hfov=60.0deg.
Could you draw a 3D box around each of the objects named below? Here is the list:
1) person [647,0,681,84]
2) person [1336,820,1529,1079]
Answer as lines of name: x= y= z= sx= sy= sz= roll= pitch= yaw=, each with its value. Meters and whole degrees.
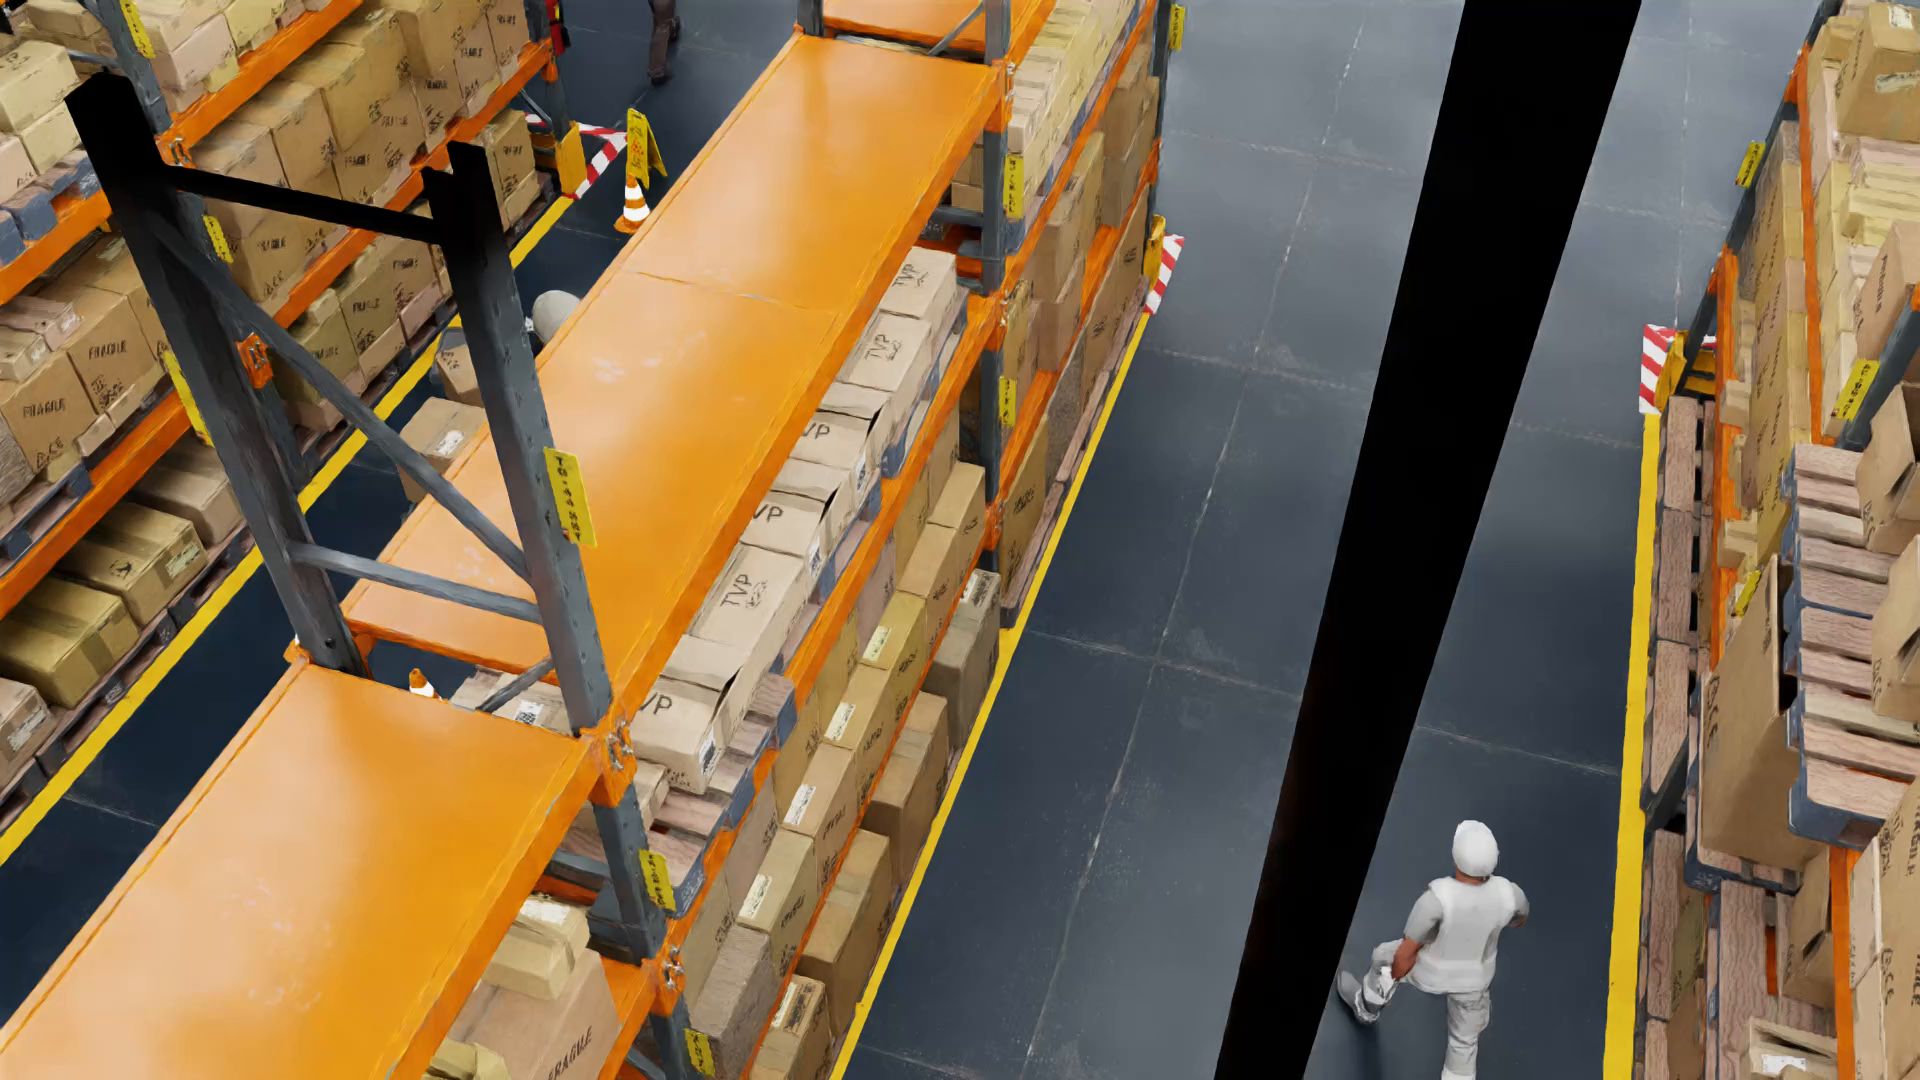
person: x=-2.684 y=-5.081 z=14.924 sx=0.546 sy=1.643 sz=1.105 roll=12 pitch=47 yaw=12
person: x=2.313 y=2.025 z=7.941 sx=0.684 sy=1.714 sz=0.845 roll=2 pitch=46 yaw=1
